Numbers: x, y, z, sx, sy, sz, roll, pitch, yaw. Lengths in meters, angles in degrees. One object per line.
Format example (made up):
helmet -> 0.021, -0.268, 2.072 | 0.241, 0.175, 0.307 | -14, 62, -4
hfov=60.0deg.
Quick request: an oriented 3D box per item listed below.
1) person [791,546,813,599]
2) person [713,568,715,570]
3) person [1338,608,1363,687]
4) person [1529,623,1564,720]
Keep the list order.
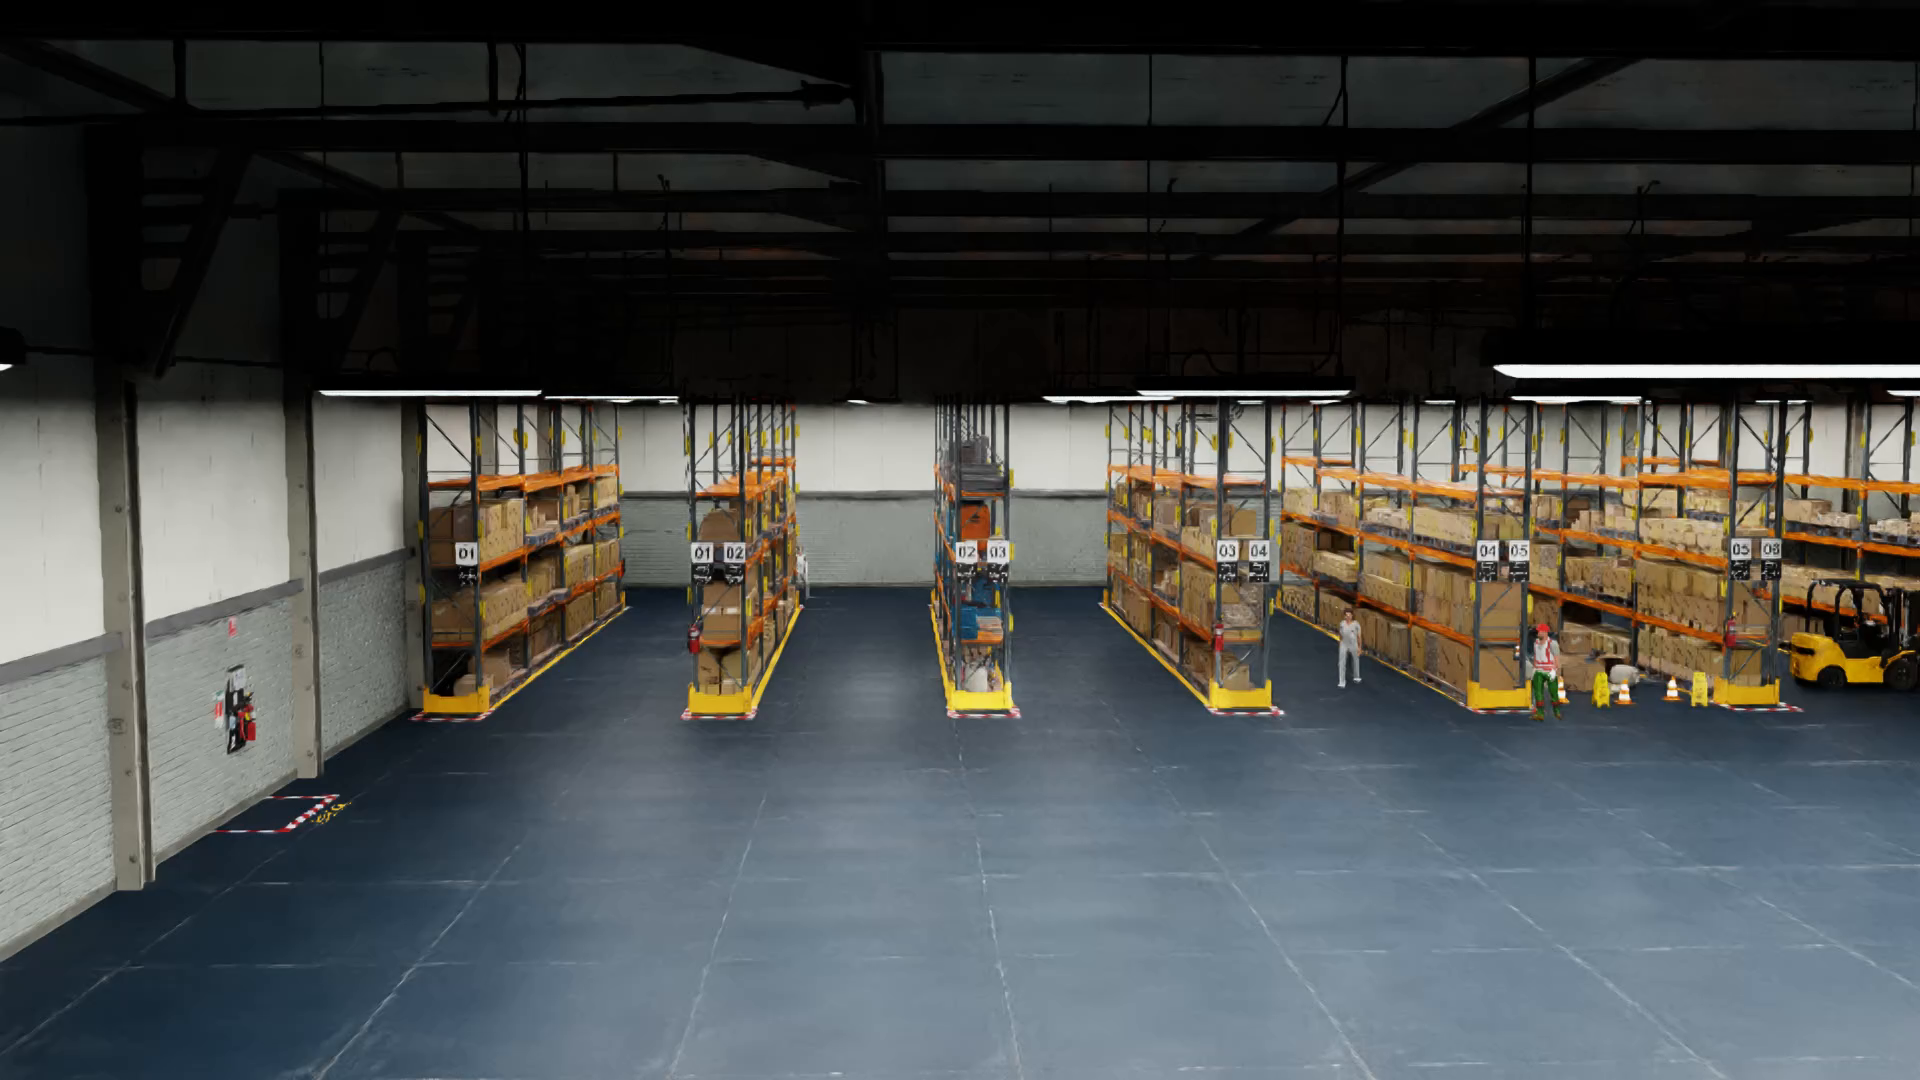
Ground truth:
person -> -4.776, 0.959, 49.365 | 0.638, 1.615, 0.773 | -2, 5, -22
person -> -6.913, 1.104, 47.278 | 0.489, 1.657, 0.669 | -1, 5, -10
person -> 8.003, 2.186, 34.109 | 0.486, 1.610, 0.954 | 2, 5, 18
person -> 10.734, 2.405, 30.447 | 0.620, 1.784, 0.566 | -3, 6, -37
